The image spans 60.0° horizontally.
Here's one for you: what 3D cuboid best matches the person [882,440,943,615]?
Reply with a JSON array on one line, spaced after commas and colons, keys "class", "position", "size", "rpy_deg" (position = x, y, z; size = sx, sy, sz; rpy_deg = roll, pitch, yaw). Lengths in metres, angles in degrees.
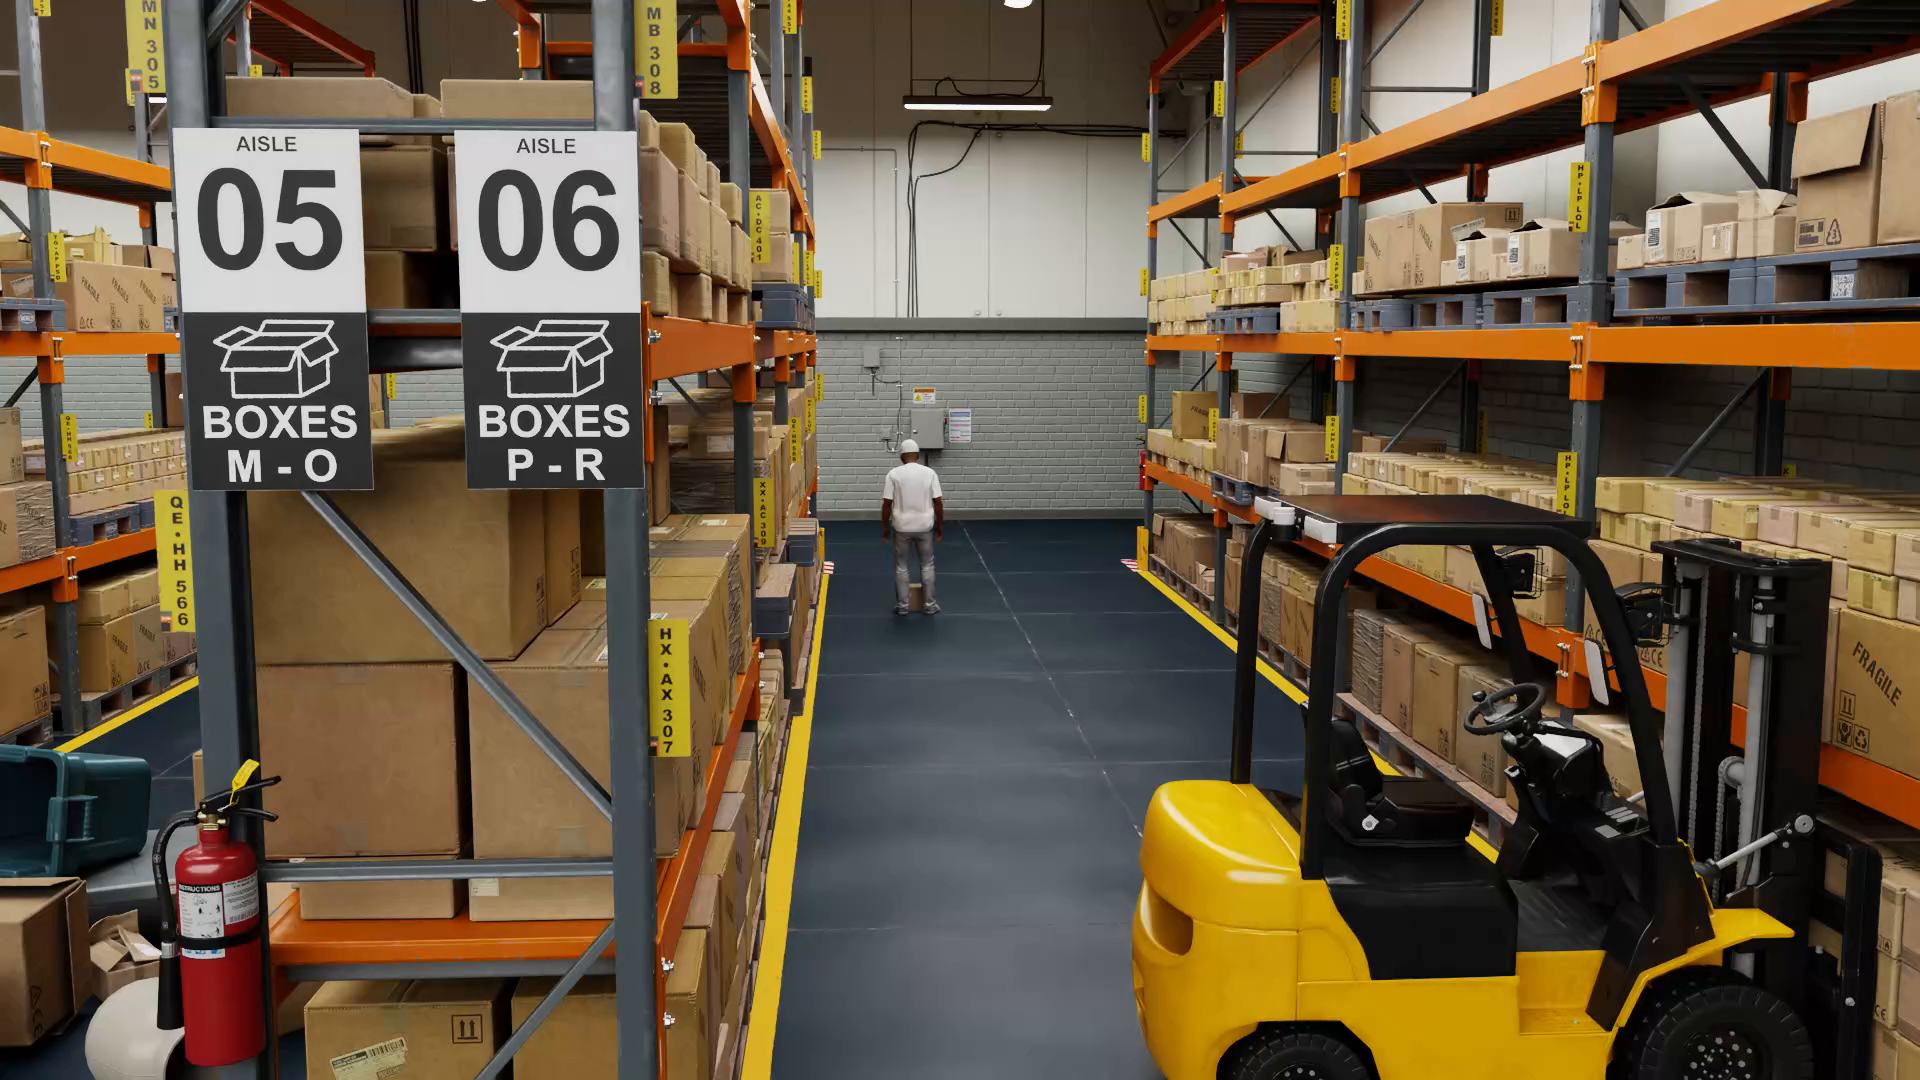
[{"class": "person", "position": [-0.480, -0.131, 16.767], "size": [0.628, 1.759, 0.461], "rpy_deg": [-1, 7, -7]}]
